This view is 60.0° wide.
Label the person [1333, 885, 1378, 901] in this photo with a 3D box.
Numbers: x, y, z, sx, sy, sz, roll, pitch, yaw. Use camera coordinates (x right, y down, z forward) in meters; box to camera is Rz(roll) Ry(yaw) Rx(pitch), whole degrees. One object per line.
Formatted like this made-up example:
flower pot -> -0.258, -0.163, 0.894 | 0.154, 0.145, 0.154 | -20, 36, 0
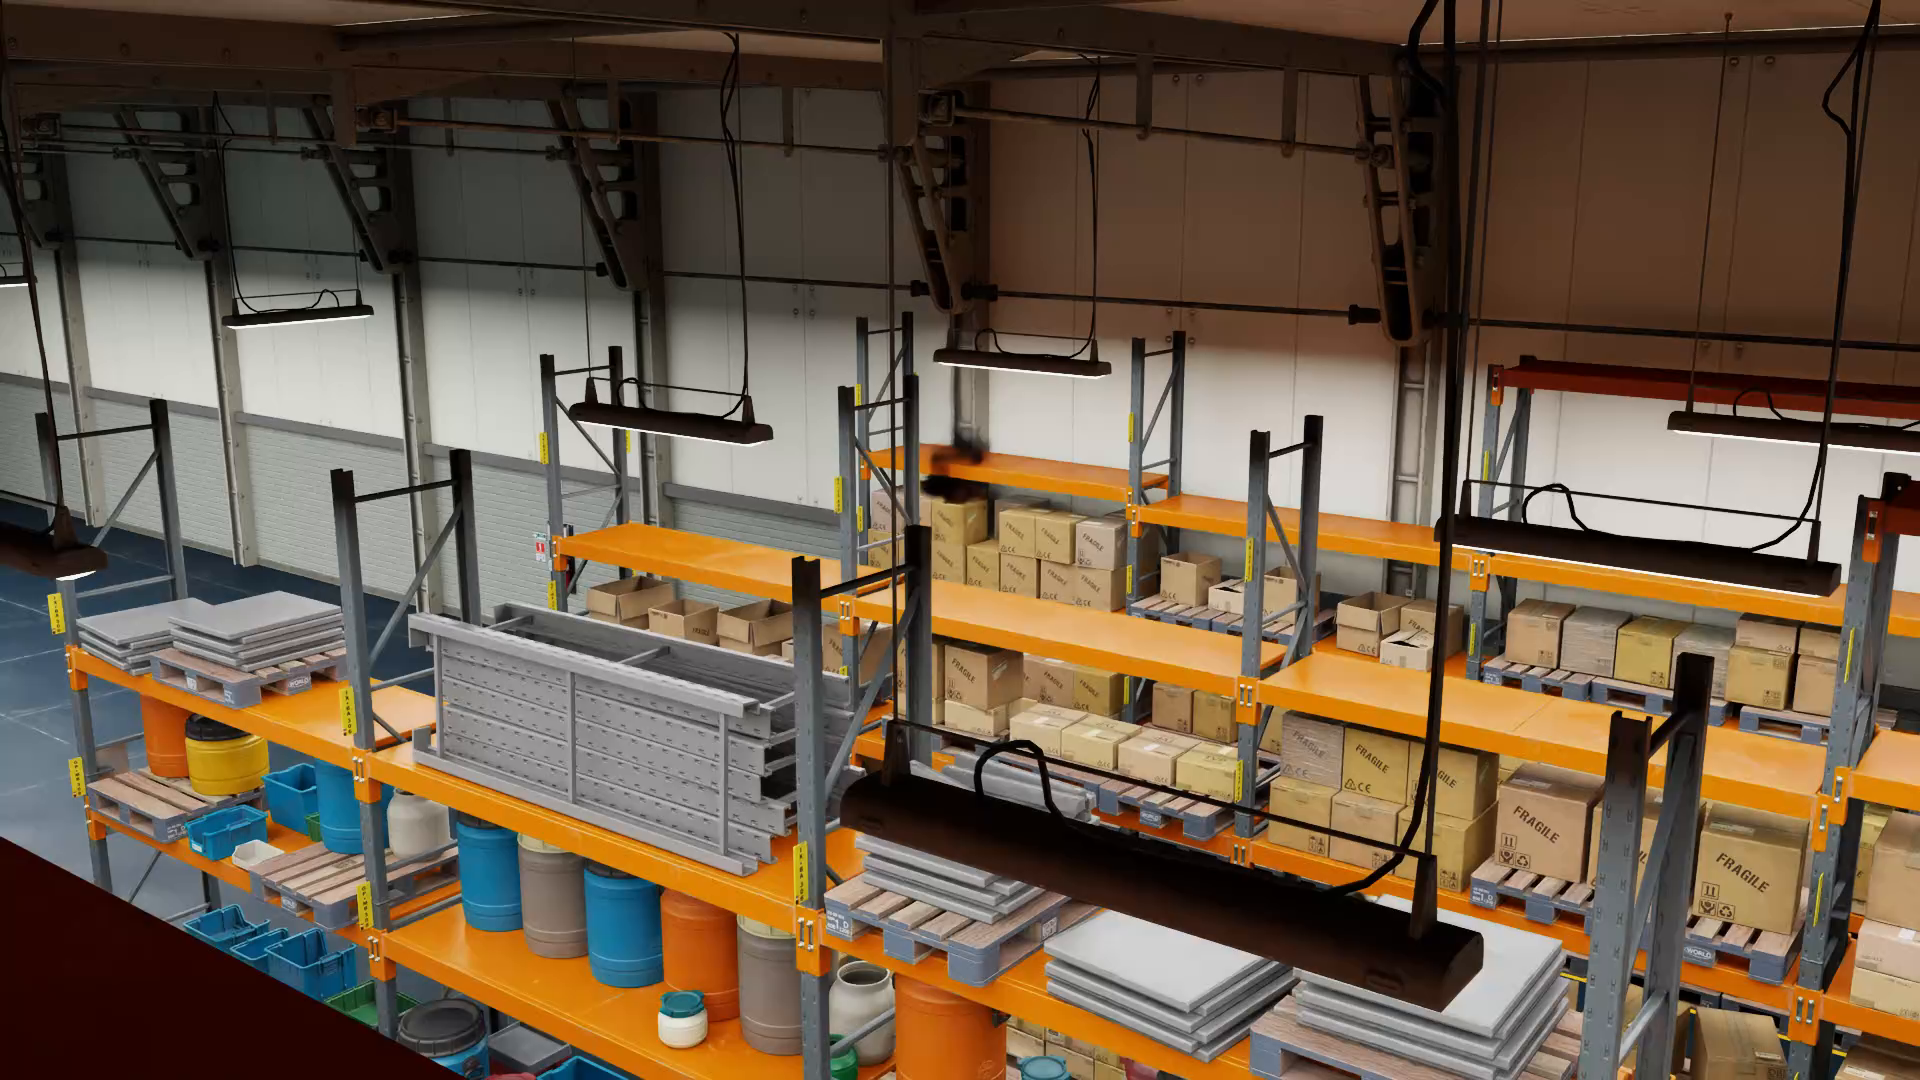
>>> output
person -> 3.777, 3.665, 15.523 | 0.890, 1.796, 0.640 | 9, 16, 33
